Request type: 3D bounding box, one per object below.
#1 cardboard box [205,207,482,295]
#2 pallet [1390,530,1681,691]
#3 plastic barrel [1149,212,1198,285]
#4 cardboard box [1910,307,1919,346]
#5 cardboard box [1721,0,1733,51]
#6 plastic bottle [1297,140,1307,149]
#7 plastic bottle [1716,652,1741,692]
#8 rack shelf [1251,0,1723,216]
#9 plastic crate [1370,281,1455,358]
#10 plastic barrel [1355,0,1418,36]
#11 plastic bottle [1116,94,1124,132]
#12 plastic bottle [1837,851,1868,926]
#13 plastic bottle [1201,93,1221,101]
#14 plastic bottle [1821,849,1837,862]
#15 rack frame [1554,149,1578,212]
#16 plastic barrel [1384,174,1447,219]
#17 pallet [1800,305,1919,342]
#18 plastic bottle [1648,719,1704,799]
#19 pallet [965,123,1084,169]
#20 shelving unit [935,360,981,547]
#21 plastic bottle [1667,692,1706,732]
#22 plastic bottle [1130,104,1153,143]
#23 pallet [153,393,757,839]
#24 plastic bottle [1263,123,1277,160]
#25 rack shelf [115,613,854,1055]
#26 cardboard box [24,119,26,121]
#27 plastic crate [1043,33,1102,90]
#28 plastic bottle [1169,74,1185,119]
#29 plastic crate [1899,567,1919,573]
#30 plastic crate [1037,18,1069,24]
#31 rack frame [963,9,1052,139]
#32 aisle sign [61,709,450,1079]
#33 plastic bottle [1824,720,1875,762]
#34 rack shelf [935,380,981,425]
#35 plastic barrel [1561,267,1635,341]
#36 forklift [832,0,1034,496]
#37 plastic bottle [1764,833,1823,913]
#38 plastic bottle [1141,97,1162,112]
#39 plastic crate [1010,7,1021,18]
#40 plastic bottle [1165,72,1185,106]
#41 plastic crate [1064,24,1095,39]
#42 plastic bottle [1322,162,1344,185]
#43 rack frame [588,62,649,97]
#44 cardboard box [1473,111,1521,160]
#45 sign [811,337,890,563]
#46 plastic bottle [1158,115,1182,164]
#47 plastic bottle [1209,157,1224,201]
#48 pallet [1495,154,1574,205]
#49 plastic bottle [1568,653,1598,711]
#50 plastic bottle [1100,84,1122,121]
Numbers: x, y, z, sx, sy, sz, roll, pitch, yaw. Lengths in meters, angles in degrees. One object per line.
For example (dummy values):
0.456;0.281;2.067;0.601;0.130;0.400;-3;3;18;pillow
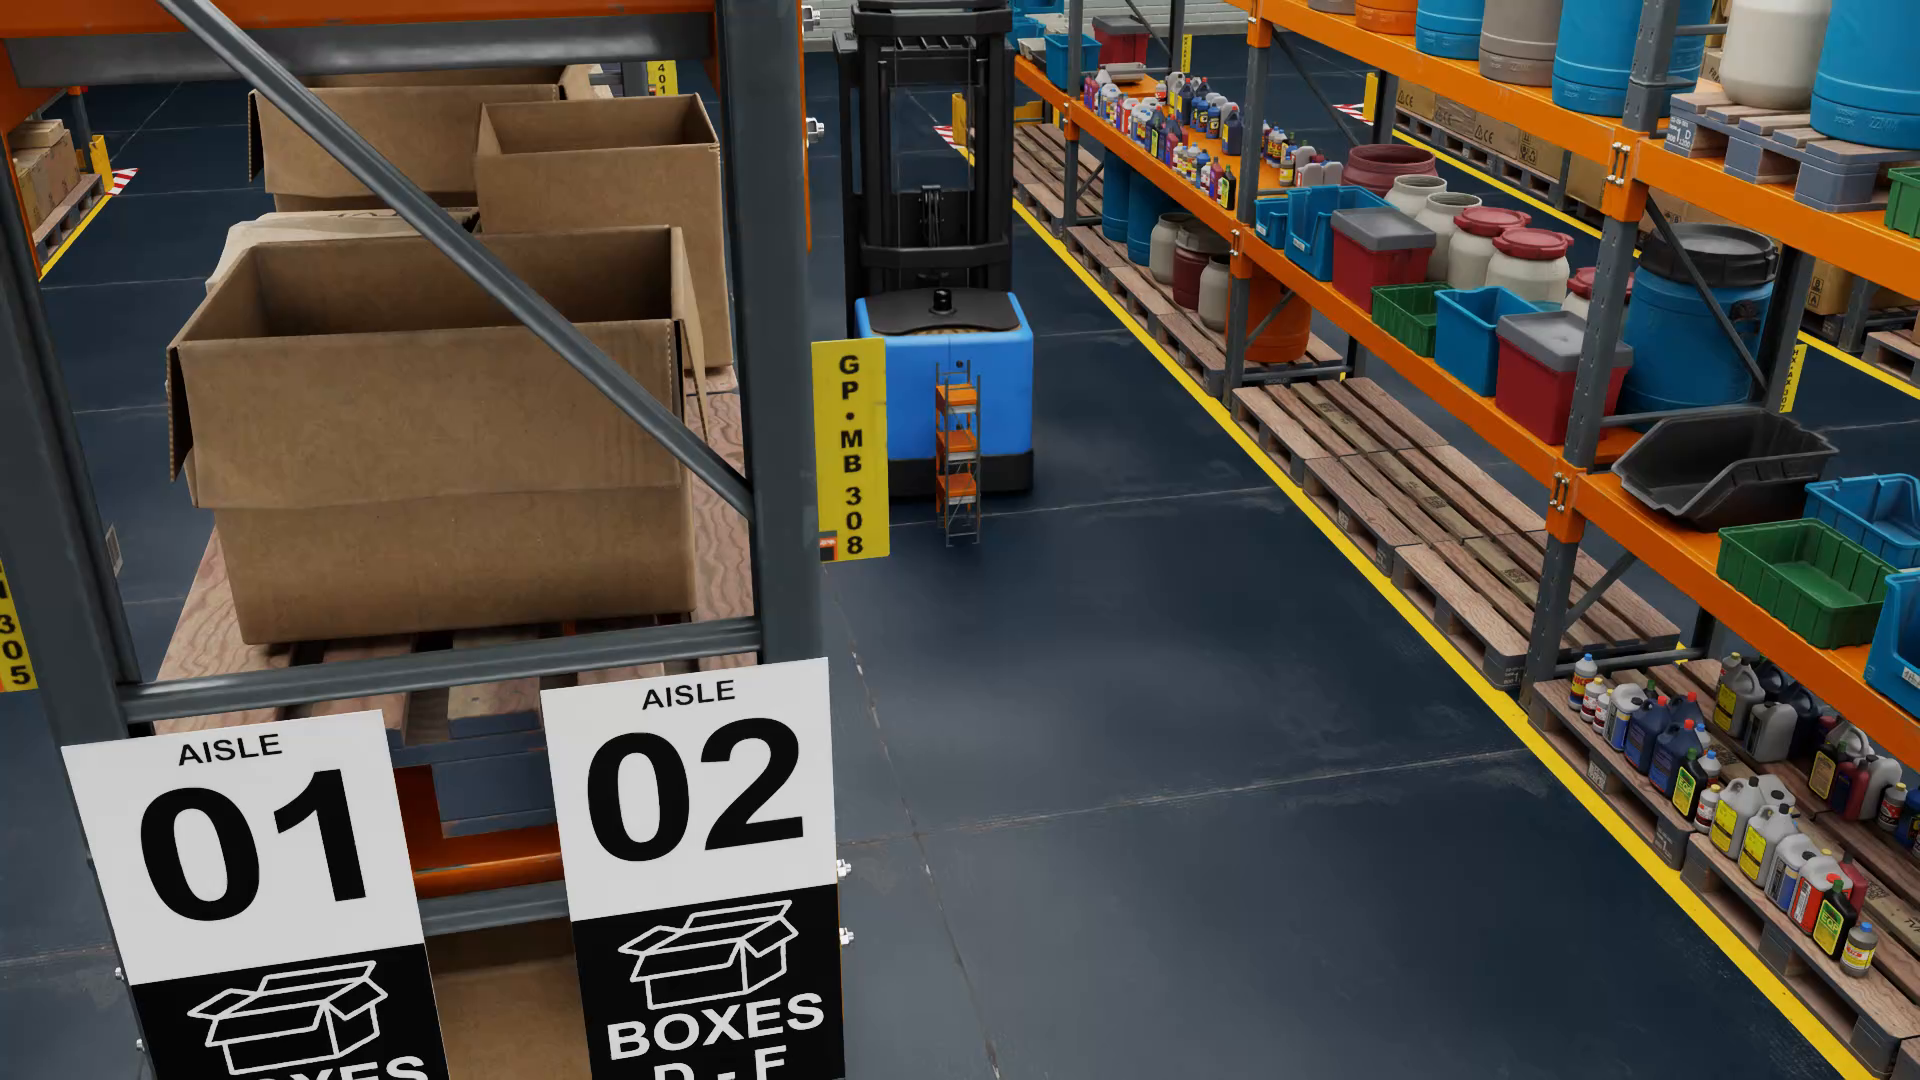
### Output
-1.333;-0.572;3.704;0.500;0.311;0.500;-3;27;-6;cardboard box
3.020;0.346;8.830;1.003;0.211;1.213;-6;27;-12;pallet
1.737;-2.338;13.348;0.421;0.512;0.421;0;27;0;plastic barrel
7.329;-1.605;11.887;0.700;0.500;0.500;-7;28;-14;cardboard box
6.708;-4.212;13.541;0.797;0.503;0.637;-5;27;-10;cardboard box
2.460;-2.751;12.001;0.061;0.283;0.133;-6;27;-12;plastic bottle
3.620;0.623;7.805;0.097;0.201;0.097;0;27;0;plastic bottle
2.784;-2.454;8.752;1.077;0.370;4.000;-6;27;-12;rack shelf
2.567;-1.199;9.032;0.450;0.188;0.662;-6;27;-12;plastic crate
2.454;-3.175;8.906;0.600;0.830;0.708;-6;27;-12;plastic barrel
1.299;-3.423;13.333;0.061;0.283;0.133;-6;27;-12;plastic bottle
3.368;1.328;6.316;0.061;0.283;0.133;-6;27;-12;plastic bottle
2.031;-3.492;13.478;0.152;0.276;0.135;-6;27;-12;plastic bottle
3.351;1.294;6.474;0.097;0.201;0.097;0;27;0;plastic bottle
6.257;-4.573;15.481;1.000;3.000;0.127;-6;27;-12;rack frame
2.773;-1.934;10.128;0.421;0.512;0.421;0;27;0;plastic barrel
7.054;-1.926;13.331;1.003;0.211;1.213;-6;27;-12;pallet
3.055;0.908;7.074;0.144;0.351;0.185;-7;28;-14;plastic bottle
0.678;-4.215;17.866;1.003;0.211;1.213;-6;27;-12;pallet
-0.012;-0.492;9.560;0.215;1.050;0.252;-6;27;-12;shelving unit
3.153;0.810;7.267;0.144;0.351;0.185;-6;27;-12;plastic bottle
1.426;-3.264;13.026;0.152;0.276;0.135;-6;27;-12;plastic bottle
-0.825;0.087;3.018;1.003;0.211;1.213;-6;27;-12;pallet
2.335;-2.996;12.487;0.061;0.283;0.133;-6;27;-12;plastic bottle
-1.141;-0.196;4.279;1.077;0.370;4.000;-6;27;-12;rack shelf
-9.090;-3.918;15.772;0.380;0.149;0.250;-6;27;-11;cardboard box
0.994;-4.260;14.812;0.392;0.384;0.575;-6;27;-12;plastic crate
1.817;-3.663;13.733;0.144;0.351;0.185;-6;27;-12;plastic bottle
3.847;0.247;6.224;0.530;0.136;0.437;-6;27;-12;plastic crate
0.942;-5.266;17.081;0.396;0.136;0.243;-6;27;-12;plastic crate
0.530;-5.826;17.963;1.000;3.000;0.127;-6;27;-12;rack frame
-0.962;0.598;2.352;0.394;0.787;0.004;-6;27;-12;aisle sign
3.777;0.908;7.074;0.144;0.351;0.185;-6;27;-12;plastic bottle
-0.012;-0.736;9.437;0.215;0.259;0.240;-6;27;-12;rack shelf
3.233;-1.061;8.372;0.433;0.535;0.433;0;27;0;plastic barrel
-0.235;-2.206;10.868;1.130;2.935;3.031;-3;27;-6;forklift
3.234;1.282;6.416;0.152;0.276;0.135;-7;28;-13;plastic bottle
1.522;-3.381;13.258;0.152;0.276;0.135;-6;27;-12;plastic bottle
0.413;-5.347;17.134;0.416;0.233;0.300;-6;27;-12;plastic crate
1.835;-3.874;14.234;0.152;0.276;0.135;-6;27;-12;plastic bottle
1.267;-4.733;15.862;0.437;0.282;0.530;-6;27;-12;plastic crate
2.550;-2.481;11.474;0.152;0.276;0.135;-6;27;-12;plastic bottle
-1.592;-2.735;5.181;1.000;3.000;0.127;-6;27;-12;rack frame
5.984;-4.505;17.238;0.875;0.875;0.875;-6;27;-12;cardboard box
-0.149;-0.119;2.269;0.100;0.325;0.005;-6;27;-12;sign
1.573;-3.002;12.423;0.144;0.351;0.185;-6;27;-12;plastic bottle
1.774;-2.497;11.498;0.061;0.283;0.133;-6;27;-12;plastic bottle
6.162;-3.670;16.786;1.003;0.211;1.213;-6;27;-12;pallet
2.879;0.648;7.676;0.097;0.271;0.097;0;27;0;plastic bottle
1.247;-3.612;13.715;0.152;0.276;0.135;-6;27;-12;plastic bottle
